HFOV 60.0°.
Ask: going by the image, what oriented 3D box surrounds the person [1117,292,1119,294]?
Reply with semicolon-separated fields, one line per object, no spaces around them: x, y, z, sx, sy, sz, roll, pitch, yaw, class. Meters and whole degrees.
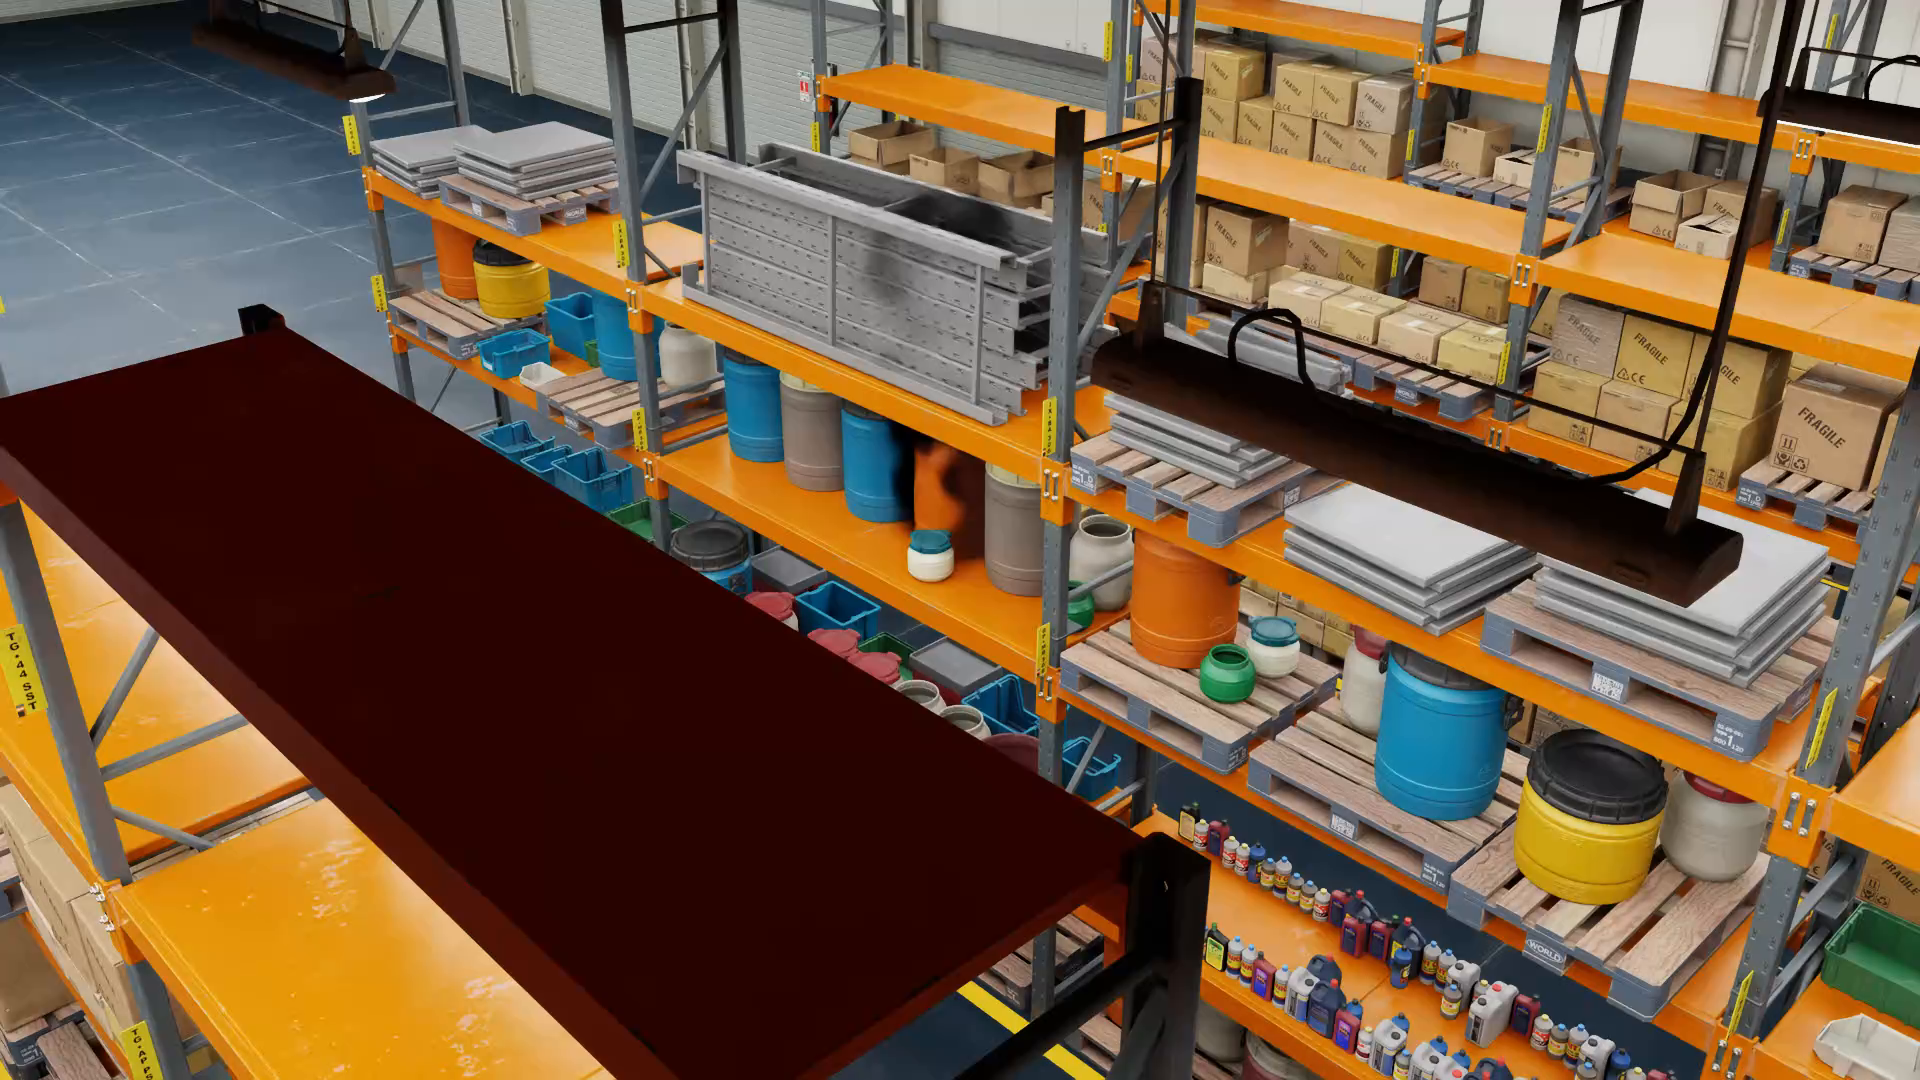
1.636;-1.972;18.595;1.046;1.780;0.695;21;35;34;person
